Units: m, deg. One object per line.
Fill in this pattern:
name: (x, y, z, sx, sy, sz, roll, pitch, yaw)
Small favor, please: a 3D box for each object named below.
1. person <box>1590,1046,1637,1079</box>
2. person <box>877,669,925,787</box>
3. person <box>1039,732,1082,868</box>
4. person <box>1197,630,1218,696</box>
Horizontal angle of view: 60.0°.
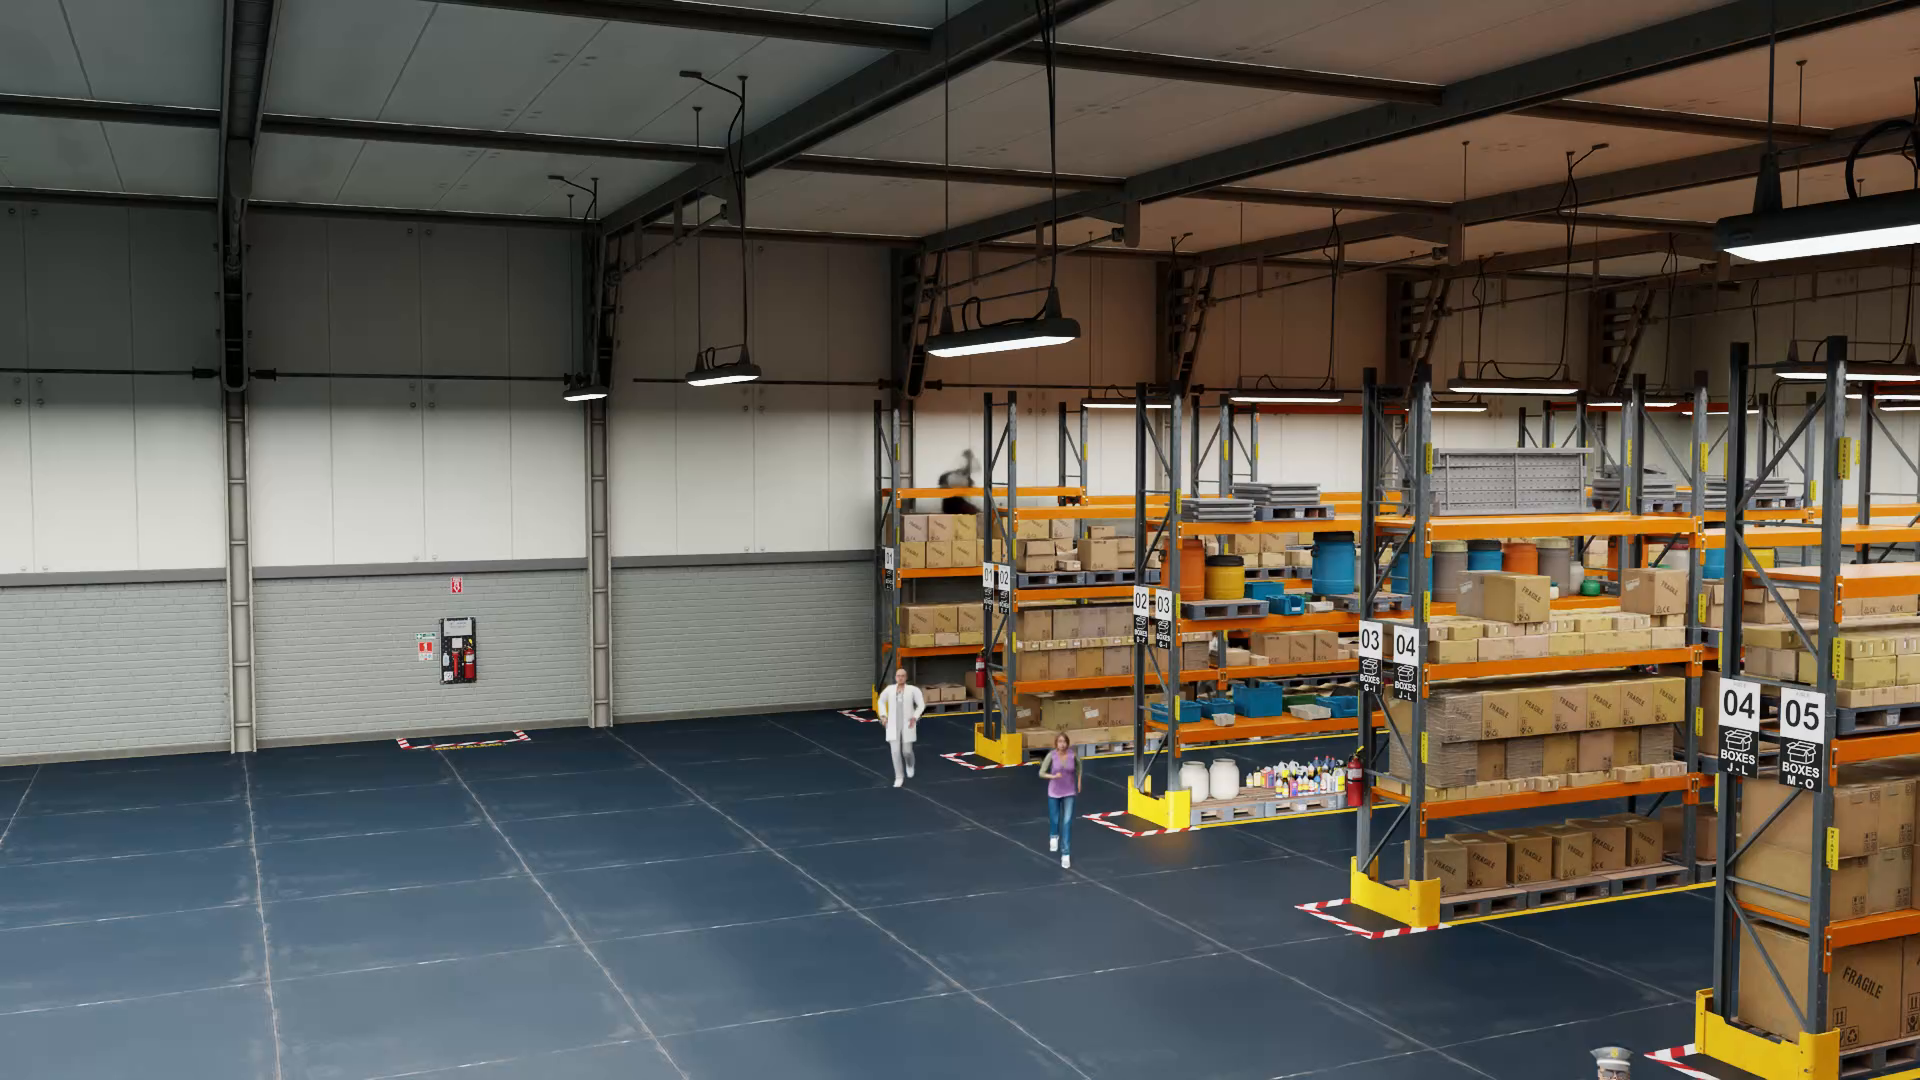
person: (3.723, 3.733, 9.544, 0.650, 1.742, 0.678, 1, 3, 15)
person: (-0.899, 2.864, 25.234, 0.735, 1.669, 0.736, 0, 3, 6)
person: (1.243, 3.150, 20.473, 0.565, 1.597, 0.859, 0, 3, -3)
person: (4.738, 2.461, 31.442, 0.702, 1.828, 0.682, -2, 4, -33)
